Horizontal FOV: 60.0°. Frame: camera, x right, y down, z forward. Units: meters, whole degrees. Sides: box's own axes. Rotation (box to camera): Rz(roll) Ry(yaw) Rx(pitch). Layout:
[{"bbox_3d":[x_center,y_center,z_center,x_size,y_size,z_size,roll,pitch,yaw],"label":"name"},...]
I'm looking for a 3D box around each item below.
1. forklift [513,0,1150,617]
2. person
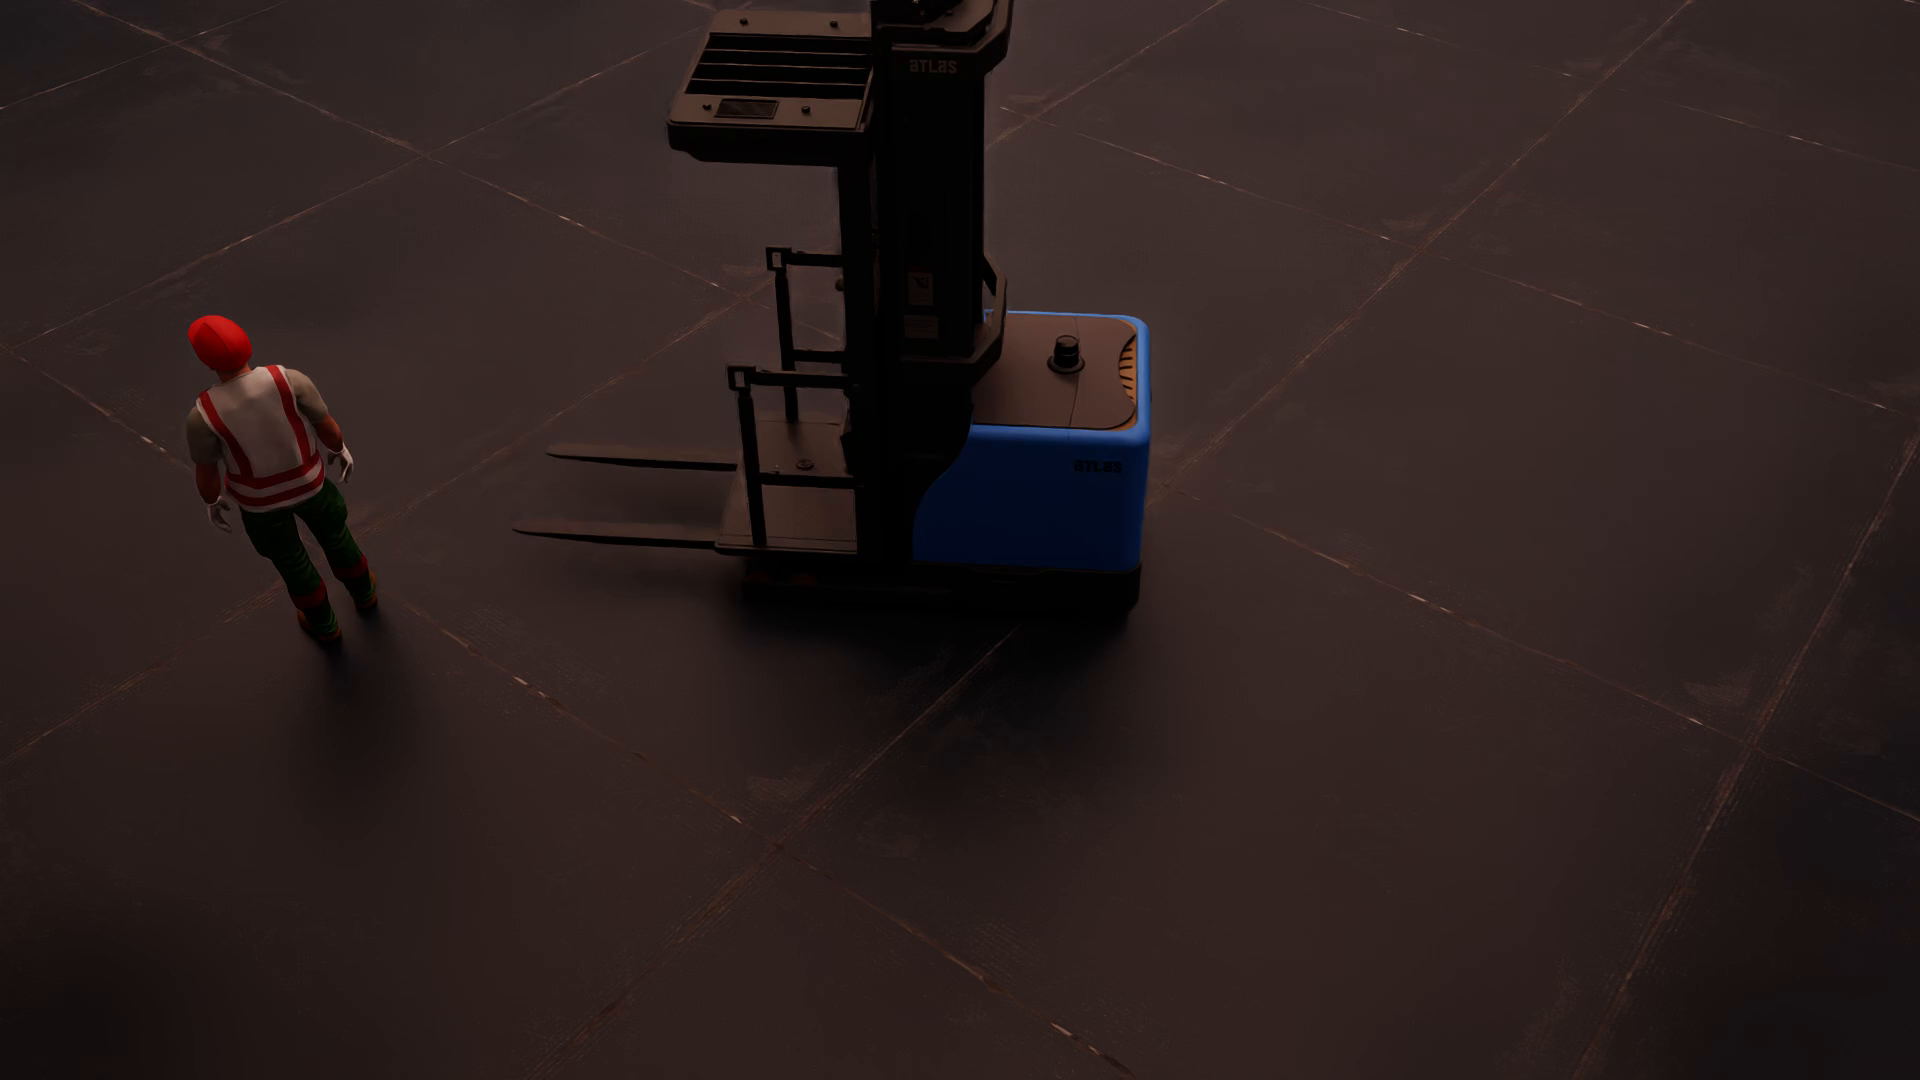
[{"bbox_3d":[-0.632,-1.135,7.405,3.031,2.935,1.130,3,41,3],"label":"forklift"},{"bbox_3d":[-2.993,-0.281,7.274,0.641,1.788,0.565,-24,46,-25],"label":"person"}]
